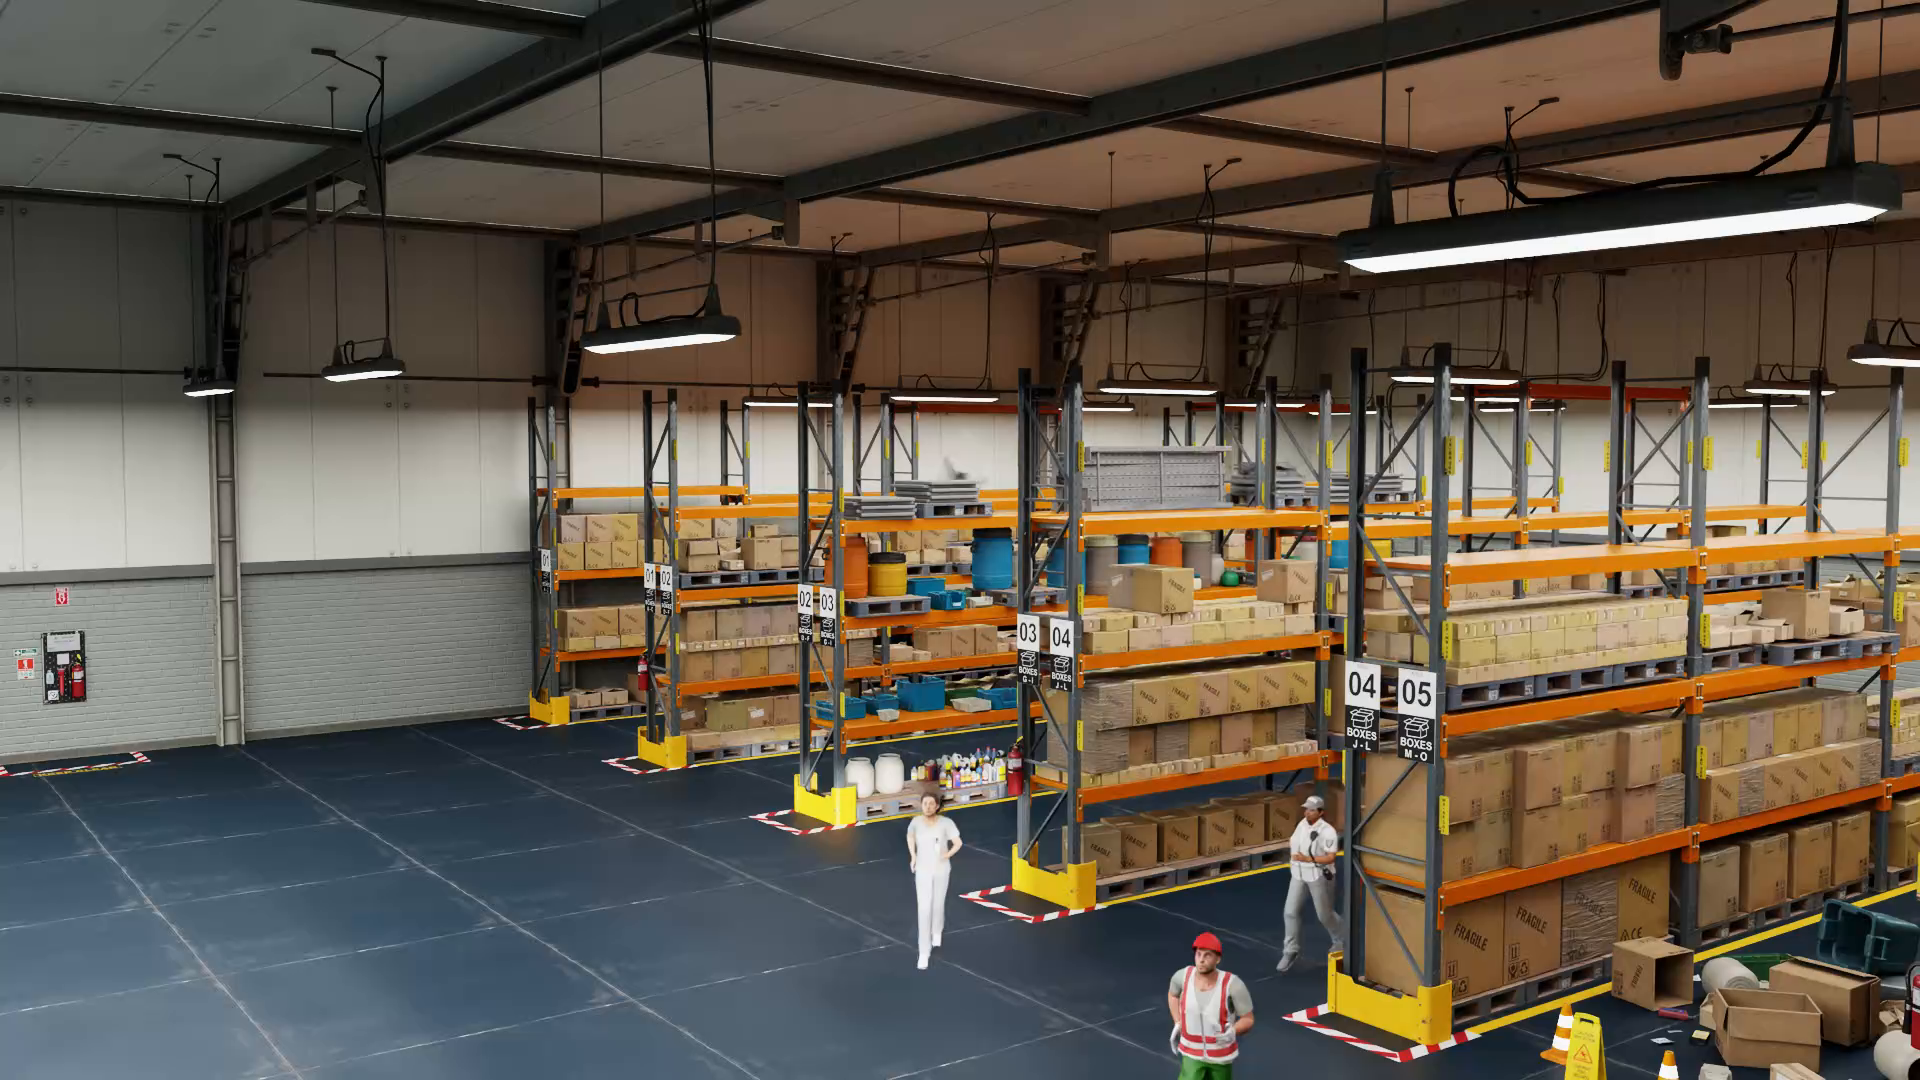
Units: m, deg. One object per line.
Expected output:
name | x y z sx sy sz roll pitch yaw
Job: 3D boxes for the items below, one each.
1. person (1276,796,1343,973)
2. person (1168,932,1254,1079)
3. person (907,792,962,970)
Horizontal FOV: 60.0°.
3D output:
person | 3.470 3.356 16.357 0.833 1.696 0.600 -3 4 -40
person | 1.711 3.605 11.479 0.615 1.806 0.708 1 3 14
person | -0.257 3.339 16.638 0.565 1.701 0.840 0 3 3
